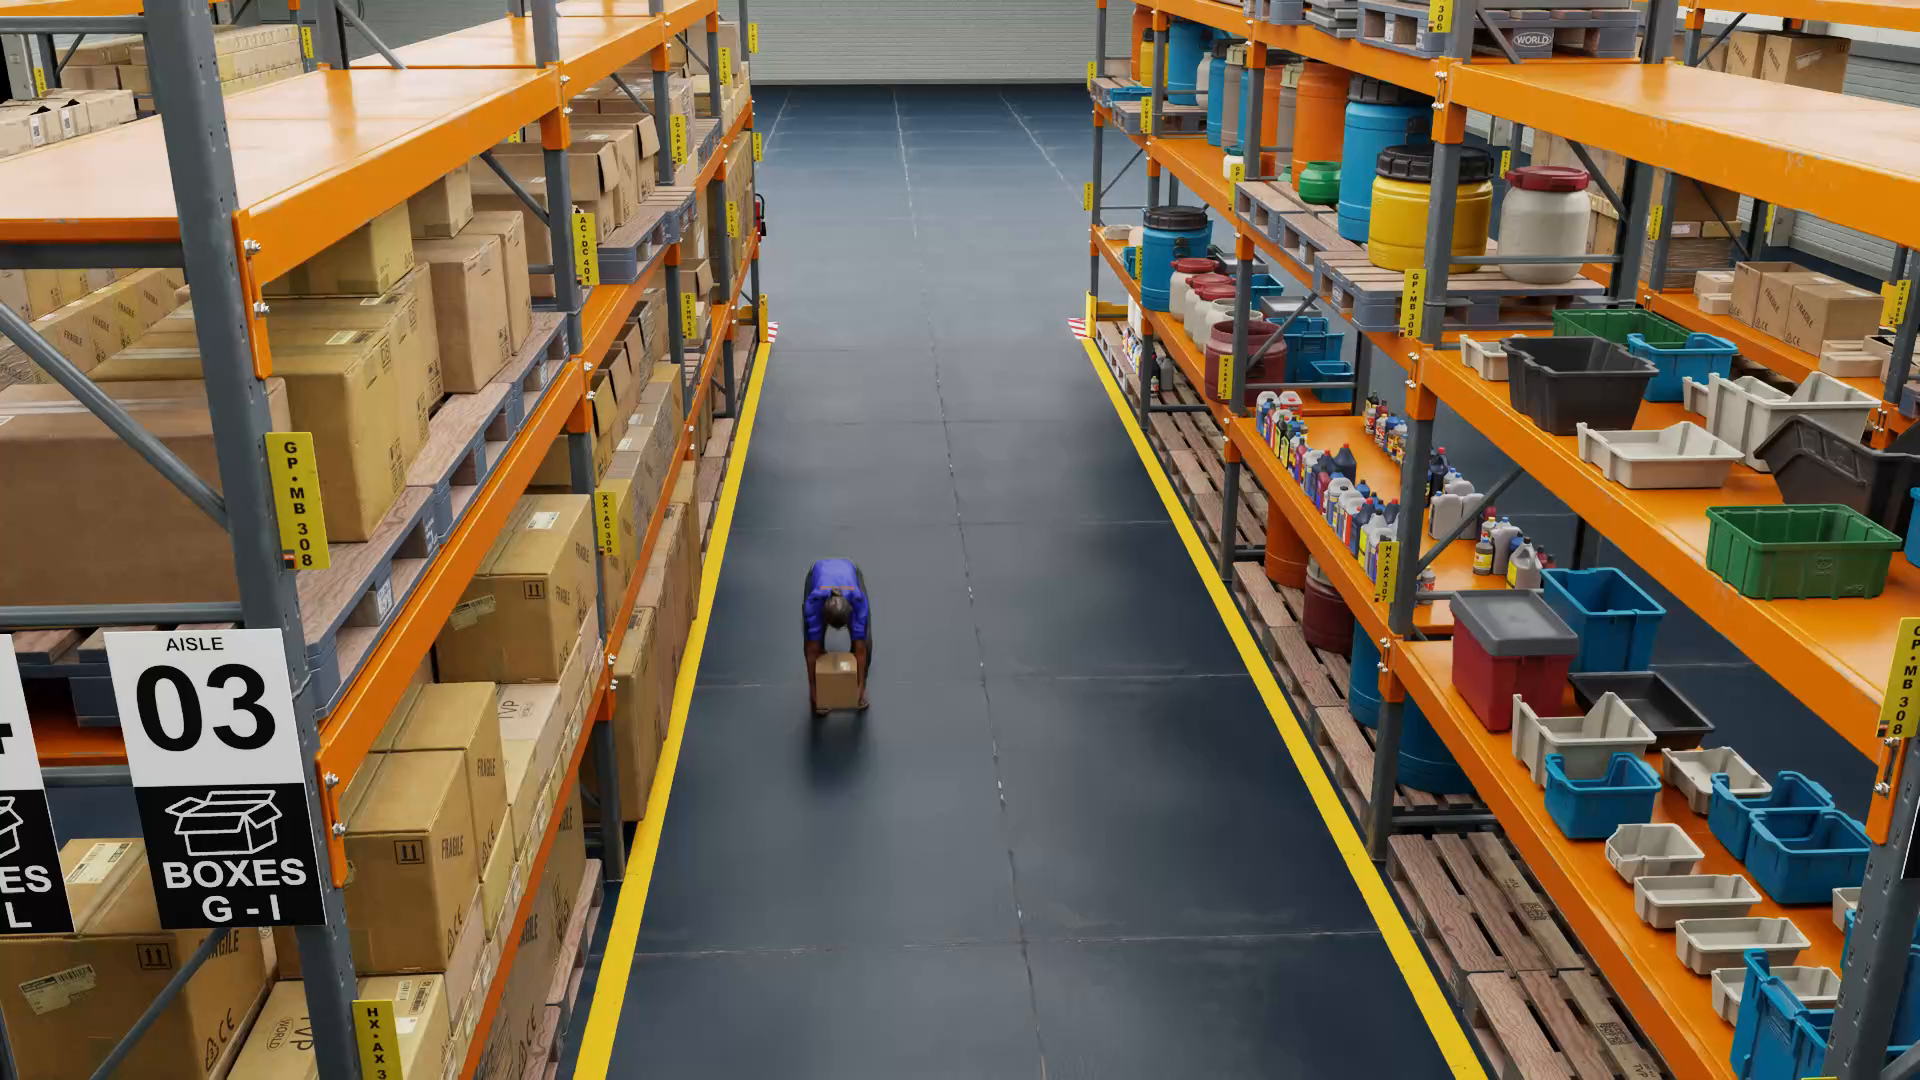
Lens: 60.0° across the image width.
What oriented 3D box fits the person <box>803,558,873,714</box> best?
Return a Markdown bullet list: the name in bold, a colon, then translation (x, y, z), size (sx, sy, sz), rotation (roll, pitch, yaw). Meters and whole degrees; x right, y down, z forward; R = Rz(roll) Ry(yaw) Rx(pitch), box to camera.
- **person**: translation (-0.755, 0.645, 10.318), size (0.432, 0.991, 0.878), rotation (-2, 21, -5)
